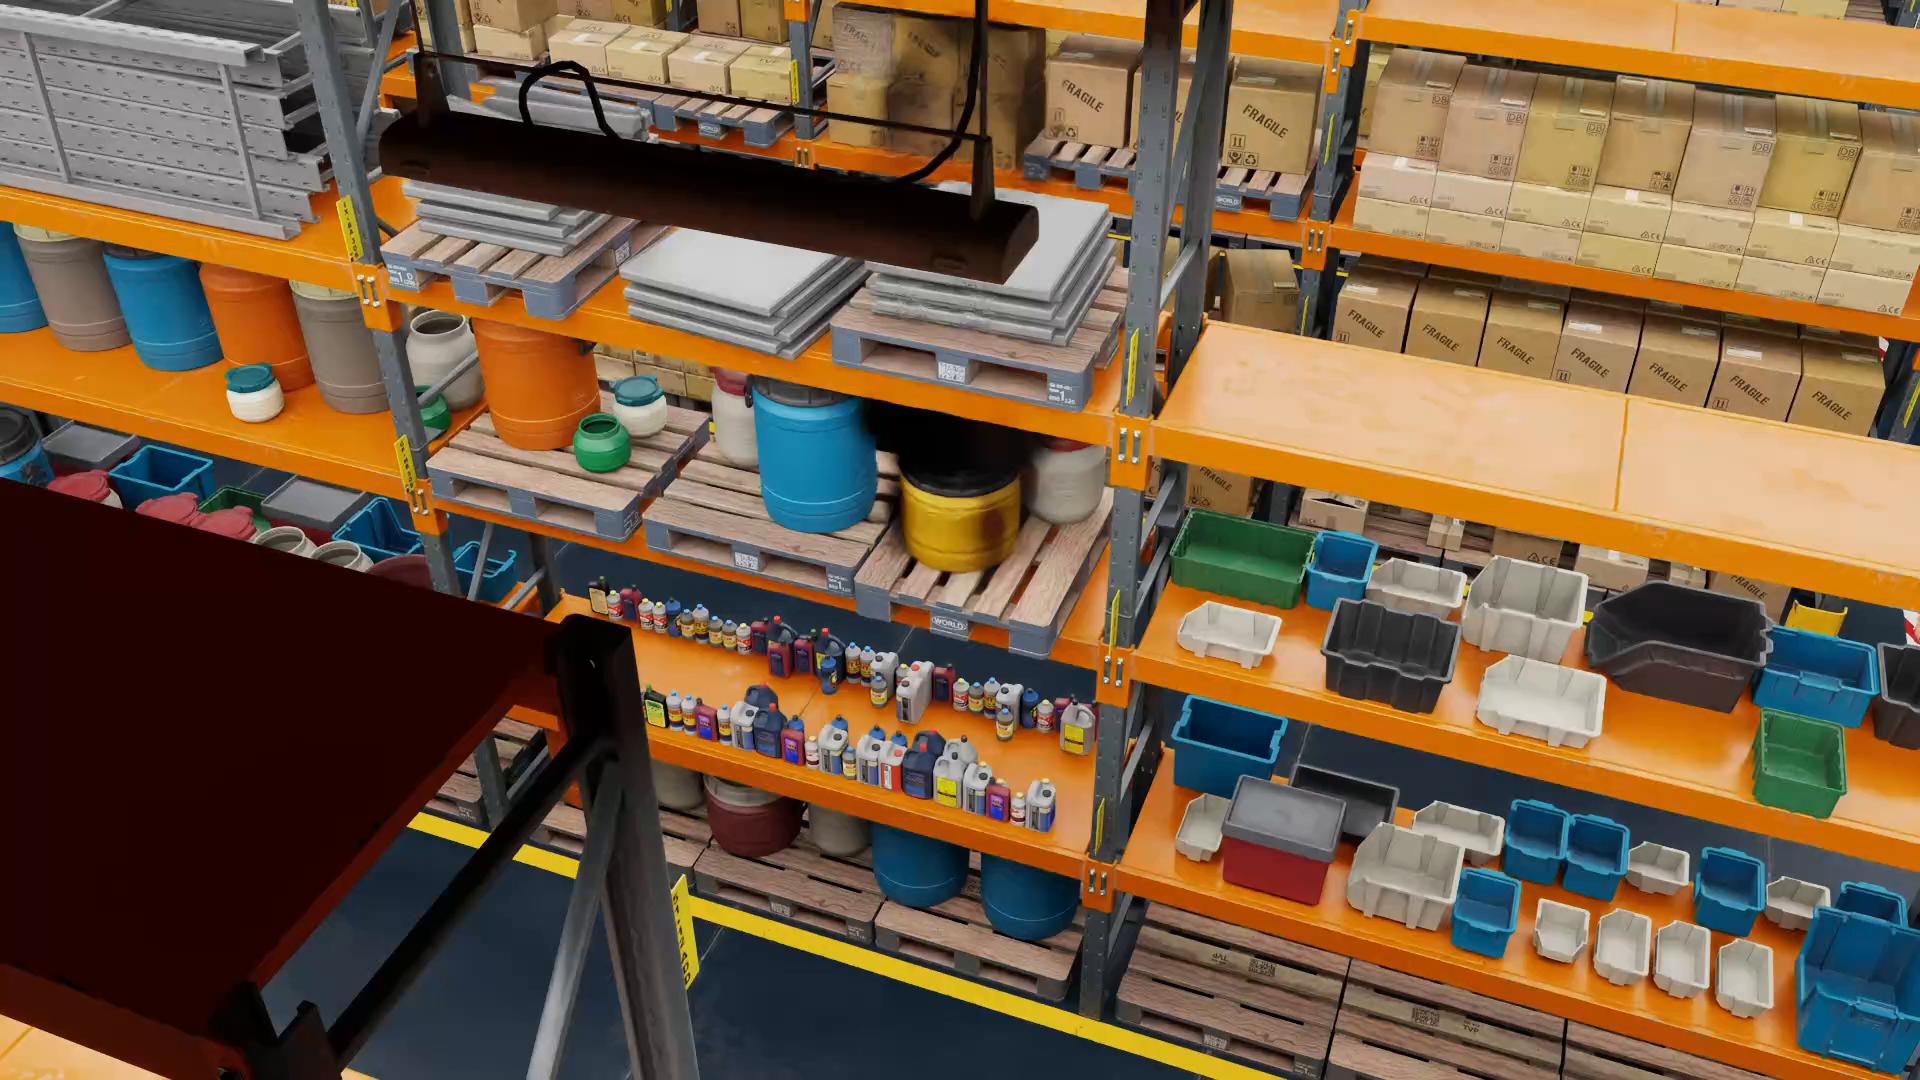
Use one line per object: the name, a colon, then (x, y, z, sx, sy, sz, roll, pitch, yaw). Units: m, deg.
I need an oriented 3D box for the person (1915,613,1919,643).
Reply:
person: (6.601, 0.666, 11.132, 0.478, 1.612, 0.604, -18, 40, -22)
